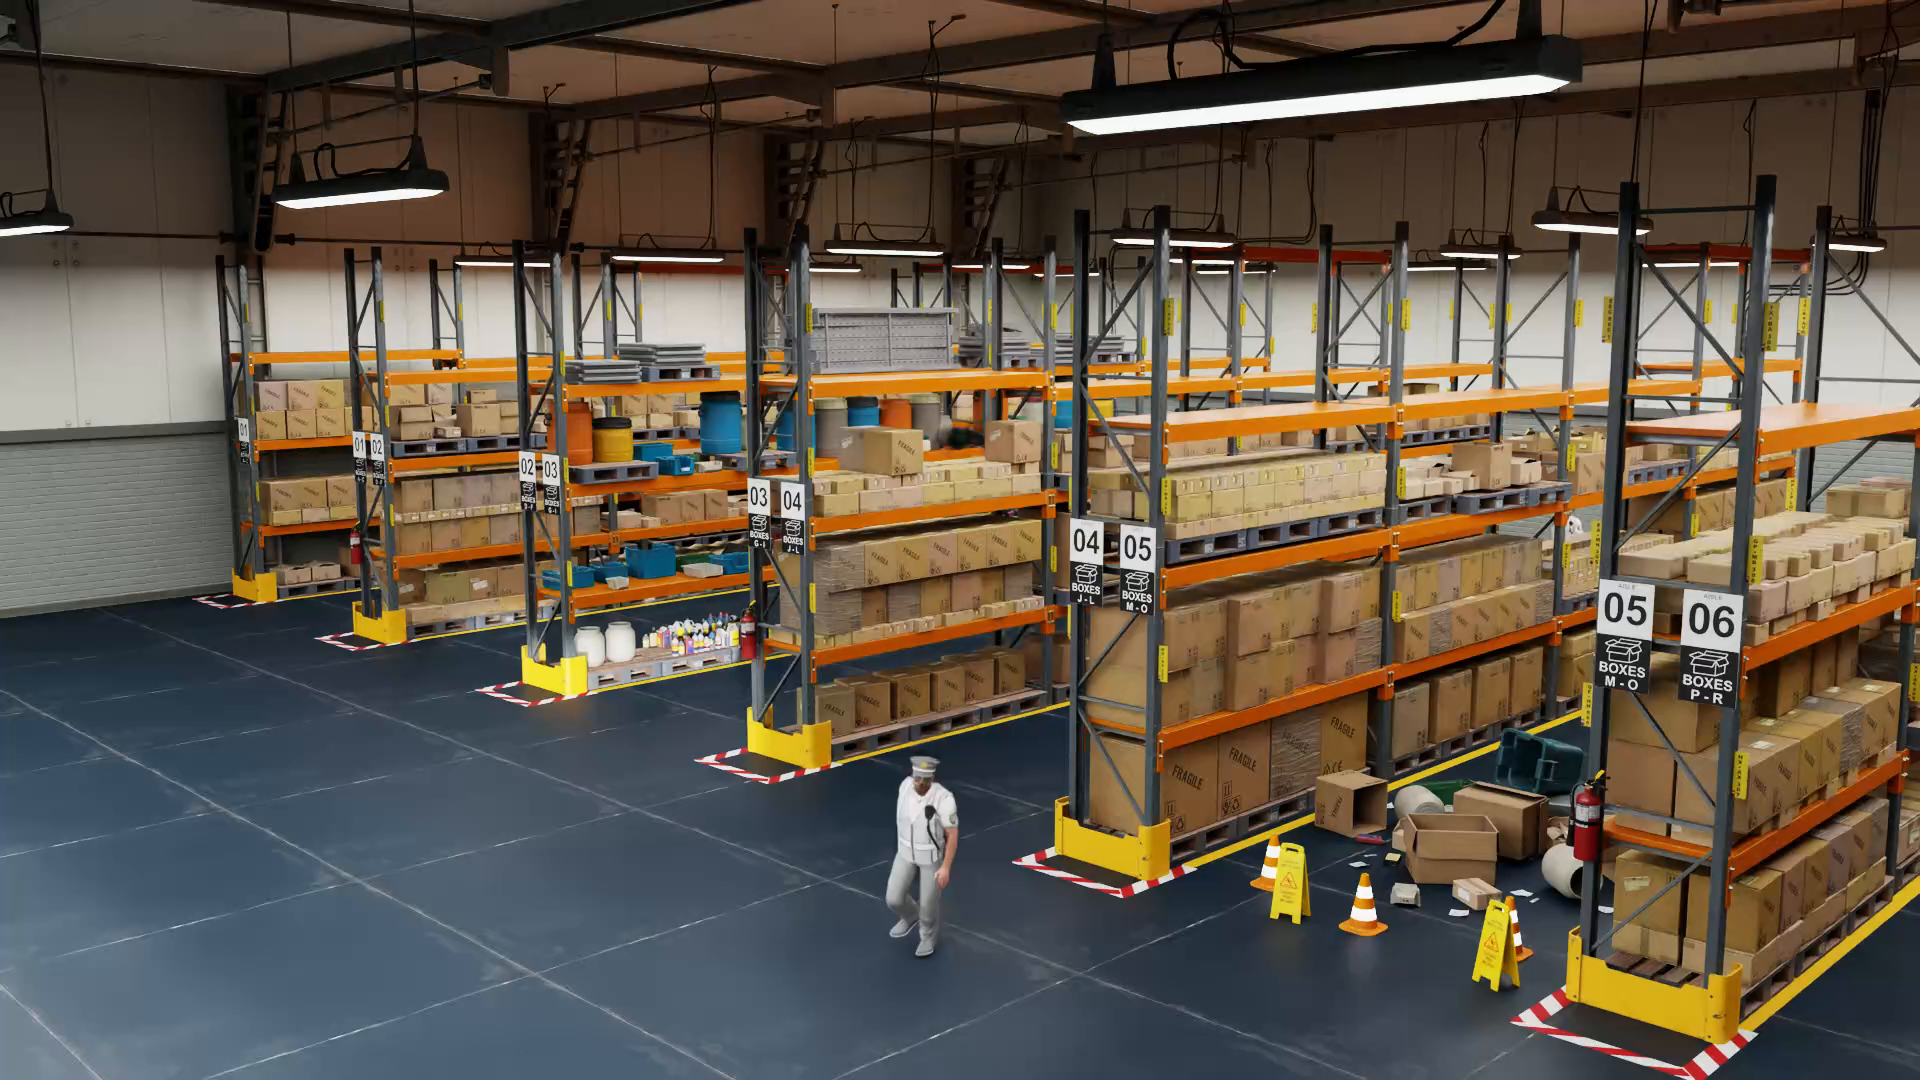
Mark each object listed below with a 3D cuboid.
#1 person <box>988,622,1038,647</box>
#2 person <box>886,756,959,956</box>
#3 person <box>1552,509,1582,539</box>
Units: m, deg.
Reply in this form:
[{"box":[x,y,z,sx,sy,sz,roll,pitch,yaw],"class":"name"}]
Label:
[{"box":[0.686,0.766,24.003,1.150,1.631,0.665,-5,9,-31],"class":"person"},{"box":[-0.293,2.480,13.144,0.681,1.692,0.608,3,9,22],"class":"person"},{"box":[10.742,0.154,29.532,0.567,1.717,0.695,5,9,30],"class":"person"}]
